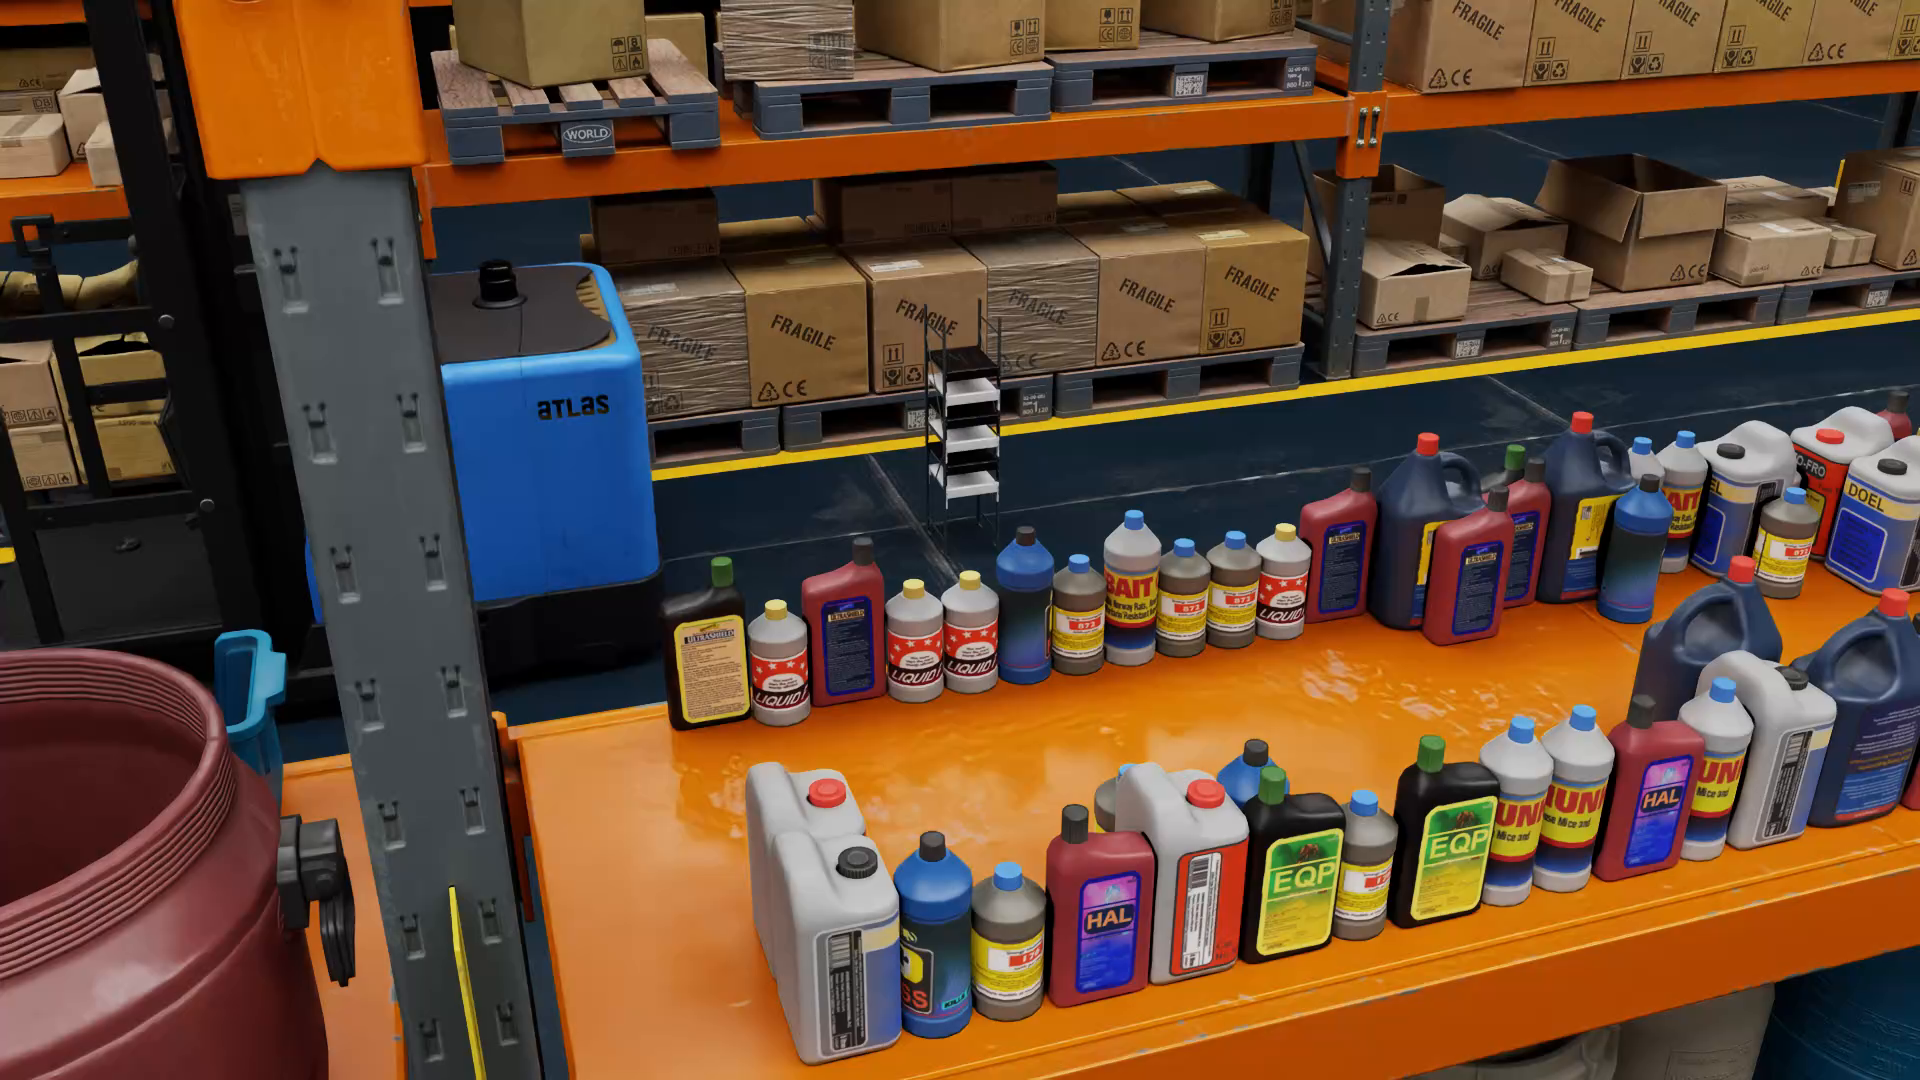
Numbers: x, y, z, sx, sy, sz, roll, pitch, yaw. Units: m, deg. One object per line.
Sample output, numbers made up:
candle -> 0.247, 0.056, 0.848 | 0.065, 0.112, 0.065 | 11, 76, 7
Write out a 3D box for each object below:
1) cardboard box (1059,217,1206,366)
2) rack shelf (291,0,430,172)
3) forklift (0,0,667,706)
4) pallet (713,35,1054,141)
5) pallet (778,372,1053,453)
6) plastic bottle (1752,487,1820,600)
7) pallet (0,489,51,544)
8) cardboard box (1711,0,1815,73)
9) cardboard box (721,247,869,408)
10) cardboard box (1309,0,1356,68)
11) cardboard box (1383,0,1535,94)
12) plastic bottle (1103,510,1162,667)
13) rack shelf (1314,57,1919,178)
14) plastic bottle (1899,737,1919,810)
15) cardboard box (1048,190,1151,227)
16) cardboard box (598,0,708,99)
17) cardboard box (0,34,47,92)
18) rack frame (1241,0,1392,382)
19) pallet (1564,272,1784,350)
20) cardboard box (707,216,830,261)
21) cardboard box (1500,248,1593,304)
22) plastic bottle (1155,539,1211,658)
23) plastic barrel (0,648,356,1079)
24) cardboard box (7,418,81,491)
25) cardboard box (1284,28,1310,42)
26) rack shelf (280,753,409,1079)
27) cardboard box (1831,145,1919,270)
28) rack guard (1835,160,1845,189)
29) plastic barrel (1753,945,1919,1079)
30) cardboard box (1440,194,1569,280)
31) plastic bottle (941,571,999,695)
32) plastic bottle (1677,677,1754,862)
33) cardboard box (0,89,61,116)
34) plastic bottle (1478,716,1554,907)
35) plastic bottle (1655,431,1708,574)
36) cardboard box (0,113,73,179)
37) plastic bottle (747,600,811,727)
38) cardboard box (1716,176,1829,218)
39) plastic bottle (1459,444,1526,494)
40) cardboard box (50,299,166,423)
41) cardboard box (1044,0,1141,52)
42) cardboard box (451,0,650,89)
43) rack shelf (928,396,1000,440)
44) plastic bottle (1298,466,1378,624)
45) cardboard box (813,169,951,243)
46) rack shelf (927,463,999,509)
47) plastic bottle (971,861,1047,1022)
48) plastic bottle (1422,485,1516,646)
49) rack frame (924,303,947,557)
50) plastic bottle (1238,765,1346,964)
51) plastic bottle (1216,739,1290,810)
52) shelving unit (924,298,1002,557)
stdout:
cardboard box -> 0.757, -1.120, 7.450 | 0.500, 0.500, 0.500 | -8, 28, -16
rack shelf -> 1.238, -0.948, 2.221 | 4.000, 0.370, 1.077 | -8, 28, -16
forklift -> -2.534, -0.940, 4.847 | 3.031, 2.935, 1.130 | -8, 27, -15
pallet -> -0.346, -1.929, 6.979 | 1.213, 0.211, 1.003 | -8, 28, -16
pallet -> -0.314, -0.750, 7.523 | 1.213, 0.211, 1.003 | -8, 28, -16
plastic bottle -> 1.537, 0.000, 3.101 | 0.097, 0.201, 0.097 | 0, 26, 0
pallet -> -4.146, -0.234, 6.483 | 1.213, 0.211, 1.003 | -8, 28, -16
cardboard box -> 3.624, -2.507, 7.814 | 0.500, 0.500, 0.500 | -9, 28, -17
cardboard box -> -0.698, -0.906, 7.019 | 0.500, 0.500, 0.500 | -9, 28, -17
cardboard box -> 2.006, -2.519, 7.838 | 0.500, 0.500, 0.500 | -8, 27, -15
cardboard box -> 2.179, -2.296, 7.390 | 0.500, 0.500, 0.500 | -8, 27, -15
plastic bottle -> 0.294, 0.077, 2.866 | 0.097, 0.271, 0.097 | 0, 26, 0
rack shelf -> 3.511, -2.250, 8.217 | 4.000, 0.370, 1.077 | -8, 28, -16
plastic bottle -> 1.484, 0.263, 2.478 | 0.133, 0.283, 0.061 | -8, 28, -16
cardboard box -> 0.571, -1.332, 7.876 | 0.500, 0.500, 0.500 | -8, 27, -15
cardboard box -> -2.156, -3.229, 11.325 | 0.750, 0.750, 0.750 | -8, 28, -16
cardboard box -> -5.929, -2.946, 10.284 | 0.500, 0.250, 0.500 | -9, 28, -18
rack frame -> 1.610, -2.297, 7.503 | 0.127, 3.000, 1.000 | -8, 28, -16
pallet -> 3.425, -1.311, 8.654 | 1.213, 0.211, 1.003 | -8, 28, -16
cardboard box -> -0.885, -1.122, 7.454 | 0.500, 0.500, 0.500 | -9, 28, -18
cardboard box -> 2.895, -1.314, 8.215 | 0.250, 0.166, 0.380 | -8, 28, -16
plastic bottle -> 0.387, 0.095, 2.909 | 0.097, 0.201, 0.097 | 0, 26, 0
plastic barrel -> -1.011, 0.480, 1.756 | 0.708, 0.536, 0.600 | -8, 28, -16
cardboard box -> -3.586, -0.386, 6.275 | 0.500, 0.250, 0.500 | -8, 27, -15
cardboard box -> 2.287, -3.733, 12.734 | 0.500, 0.500, 0.700 | -9, 28, -18
rack shelf -> -2.565, 0.947, 1.779 | 4.000, 0.370, 1.077 | -8, 28, -16
cardboard box -> 4.972, -1.746, 8.709 | 0.500, 0.500, 0.500 | -8, 28, -16
rack guard -> 5.341, -1.717, 9.147 | 0.348, 0.500, 1.175 | -8, 28, -16
plastic barrel -> 1.944, 0.715, 3.323 | 0.708, 0.901, 0.600 | -8, 28, -16
cardboard box -> 2.777, -1.591, 8.610 | 0.500, 0.311, 0.500 | -8, 28, -16
plastic bottle -> 0.017, 0.149, 2.801 | 0.097, 0.201, 0.097 | 0, 26, 0
plastic bottle -> 1.065, 0.320, 2.376 | 0.097, 0.271, 0.097 | 0, 26, 0
cardboard box -> -5.866, -2.620, 10.471 | 0.500, 0.500, 0.700 | -8, 27, -16
plastic bottle -> 0.753, 0.366, 2.285 | 0.097, 0.271, 0.097 | 0, 26, 0
plastic bottle -> 1.362, -0.078, 3.178 | 0.097, 0.271, 0.097 | 0, 26, 0
cardboard box -> -3.389, -1.434, 6.047 | 0.250, 0.149, 0.380 | -6, 27, -12
plastic bottle -> -0.295, 0.194, 2.710 | 0.097, 0.201, 0.097 | 0, 26, 0
cardboard box -> 4.333, -1.789, 9.078 | 0.500, 0.250, 0.500 | -8, 28, -16
plastic bottle -> 0.979, -0.036, 3.080 | 0.133, 0.283, 0.061 | -8, 28, -16
cardboard box -> -3.108, -0.703, 6.282 | 0.500, 0.311, 0.500 | -9, 28, -17
cardboard box -> 0.456, -2.437, 7.201 | 0.500, 0.500, 0.700 | -4, 27, -8
cardboard box -> -1.630, -2.113, 6.548 | 0.500, 0.500, 0.700 | -19, 32, -33
rack shelf -> 0.008, -0.455, 6.027 | 0.200, 0.077, 0.258 | -8, 28, -16
plastic bottle -> 0.676, 0.008, 2.992 | 0.133, 0.283, 0.061 | -8, 28, -16
cardboard box -> -0.353, -1.539, 7.450 | 0.500, 0.250, 0.500 | -9, 28, -17
rack shelf -> 0.008, -0.213, 6.147 | 0.200, 0.077, 0.258 | -8, 28, -16
plastic bottle -> 0.060, 0.497, 2.098 | 0.097, 0.201, 0.097 | 0, 26, 0
plastic bottle -> 0.896, 0.043, 2.920 | 0.133, 0.283, 0.061 | -8, 28, -16
rack frame -> -0.089, -0.390, 6.024 | 0.006, 0.900, 0.240 | -8, 28, -16
plastic bottle -> 0.430, 0.416, 2.171 | 0.133, 0.283, 0.061 | -8, 28, -16
plastic bottle -> 0.388, 0.390, 2.236 | 0.097, 0.271, 0.097 | 0, 26, 0
shelving unit -> 0.008, -0.404, 6.052 | 0.210, 0.900, 0.258 | -8, 28, -16
